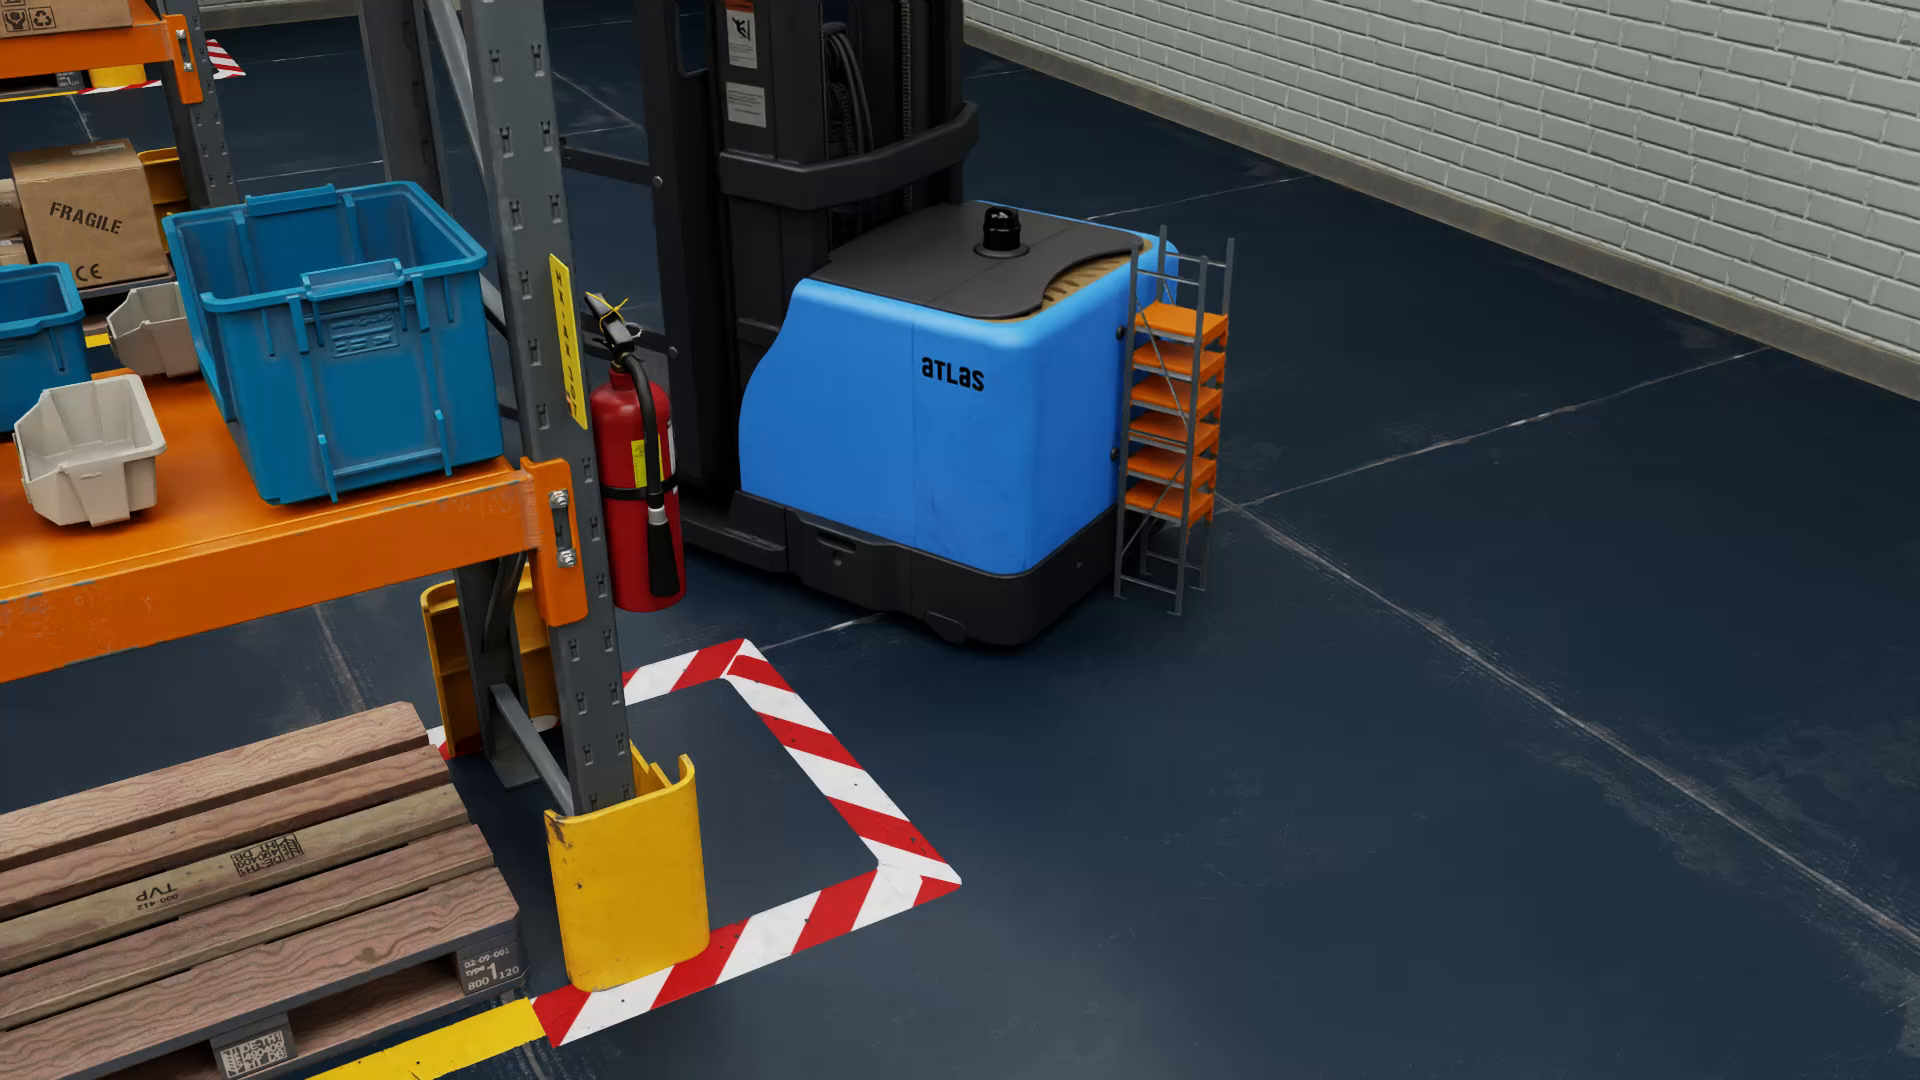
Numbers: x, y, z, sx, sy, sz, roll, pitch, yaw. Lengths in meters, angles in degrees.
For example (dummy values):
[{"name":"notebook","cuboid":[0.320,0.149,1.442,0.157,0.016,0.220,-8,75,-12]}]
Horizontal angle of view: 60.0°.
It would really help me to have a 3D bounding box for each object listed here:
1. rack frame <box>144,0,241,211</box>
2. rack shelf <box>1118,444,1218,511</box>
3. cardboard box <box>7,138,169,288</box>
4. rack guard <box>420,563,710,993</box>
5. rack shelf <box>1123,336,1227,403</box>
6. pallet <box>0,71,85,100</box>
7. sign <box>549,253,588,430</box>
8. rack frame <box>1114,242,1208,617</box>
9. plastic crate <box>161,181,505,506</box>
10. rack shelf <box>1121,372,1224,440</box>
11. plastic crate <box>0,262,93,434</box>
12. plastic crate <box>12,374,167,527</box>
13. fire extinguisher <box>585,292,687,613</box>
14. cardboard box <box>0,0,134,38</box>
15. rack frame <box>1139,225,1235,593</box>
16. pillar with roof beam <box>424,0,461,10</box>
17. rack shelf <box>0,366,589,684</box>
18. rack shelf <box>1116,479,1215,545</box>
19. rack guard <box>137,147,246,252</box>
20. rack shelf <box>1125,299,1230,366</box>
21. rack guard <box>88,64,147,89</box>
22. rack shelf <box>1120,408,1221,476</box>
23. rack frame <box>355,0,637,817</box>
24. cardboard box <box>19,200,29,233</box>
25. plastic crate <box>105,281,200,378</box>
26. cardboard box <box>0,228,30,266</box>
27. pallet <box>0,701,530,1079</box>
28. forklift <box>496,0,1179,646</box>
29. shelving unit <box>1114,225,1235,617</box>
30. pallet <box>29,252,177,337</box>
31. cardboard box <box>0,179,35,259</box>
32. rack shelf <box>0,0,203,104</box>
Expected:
[{"name":"rack frame","cuboid":[-3.542,-2.592,7.342,0.127,3.000,1.000,-16,33,-26]},{"name":"rack shelf","cuboid":[0.652,-0.204,5.218,0.258,0.103,0.180,17,33,28]},{"name":"cardboard box","cuboid":[-3.886,-1.455,7.413,0.500,0.500,0.500,-16,33,-26]},{"name":"rack guard","cuboid":[-1.021,0.555,4.226,0.348,0.500,1.175,-16,33,-26]},{"name":"rack shelf","cuboid":[0.652,-0.519,5.044,0.258,0.103,0.180,17,33,28]},{"name":"pallet","cuboid":[-6.704,-3.205,11.340,1.213,0.211,1.003,-16,33,-26]},{"name":"sign","cuboid":[-0.743,-0.374,3.154,0.005,0.325,0.100,-16,33,-26]},{"name":"rack frame","cuboid":[0.603,-0.311,5.071,0.240,1.200,0.006,17,33,28]},{"name":"plastic crate","cuboid":[-1.229,-0.410,3.289,0.499,0.435,0.616,-16,33,-26]},{"name":"rack shelf","cuboid":[0.652,-0.414,5.102,0.258,0.103,0.180,17,33,28]},{"name":"plastic crate","cuboid":[-1.983,-0.396,3.475,0.300,0.233,0.416,-16,33,-26]},{"name":"plastic crate","cuboid":[-1.647,-0.163,3.153,0.243,0.136,0.396,-16,33,-26]},{"name":"fire extinguisher","cuboid":[-0.675,-0.178,3.434,0.183,0.674,0.296,-16,33,-26]},{"name":"cardboard box","cuboid":[-3.790,-2.413,6.914,0.500,0.500,0.500,-15,32,-25]},{"name":"rack frame","cuboid":[0.701,-0.385,5.206,0.240,1.200,0.006,17,33,28]},{"name":"pillar with roof beam","cuboid":[-1.984,-6.509,8.231,0.400,9.000,9.100,-16,33,-26]},{"name":"rack shelf","cuboid":[-2.760,0.277,2.888,4.000,0.370,1.077,-16,33,-26]},{"name":"rack shelf","cuboid":[0.652,-0.099,5.276,0.258,0.103,0.180,17,33,28]},{"name":"rack guard","cuboid":[-3.607,-1.479,7.913,0.348,0.500,1.175,-16,33,-26]},{"name":"rack shelf","cuboid":[0.652,-0.624,4.986,0.258,0.103,0.180,17,33,28]},{"name":"rack guard","cuboid":[-6.034,-3.566,11.695,0.348,0.500,1.175,-16,33,-26]},{"name":"rack shelf","cuboid":[0.652,-0.309,5.160,0.258,0.103,0.180,17,33,28]},{"name":"rack frame","cuboid":[-1.035,-0.528,3.602,0.127,3.000,1.000,-16,33,-26]},{"name":"cardboard box","cuboid":[-4.292,-1.524,7.883,0.250,0.166,0.380,-16,33,-26]},{"name":"plastic crate","cuboid":[-1.734,-0.471,3.710,0.298,0.136,0.250,-16,33,-26]},{"name":"cardboard box","cuboid":[-4.280,-1.247,7.382,0.250,0.166,0.380,-16,33,-26]},{"name":"pallet","cuboid":[-1.766,0.879,3.939,1.213,0.211,1.003,-16,33,-26]},{"name":"forklift","cuboid":[-0.800,-1.499,5.432,3.031,2.935,1.130,18,34,29]},{"name":"shelving unit","cuboid":[0.652,-0.348,5.139,0.258,1.200,0.189,17,33,28]},{"name":"pallet","cuboid":[-4.294,-1.157,7.628,1.213,0.211,1.003,-16,33,-26]},{"name":"cardboard box","cuboid":[-4.585,-1.443,7.652,0.500,0.250,0.500,-16,33,-26]},{"name":"rack shelf","cuboid":[-5.266,-1.788,6.629,4.000,0.370,1.077,-16,33,-26]}]
